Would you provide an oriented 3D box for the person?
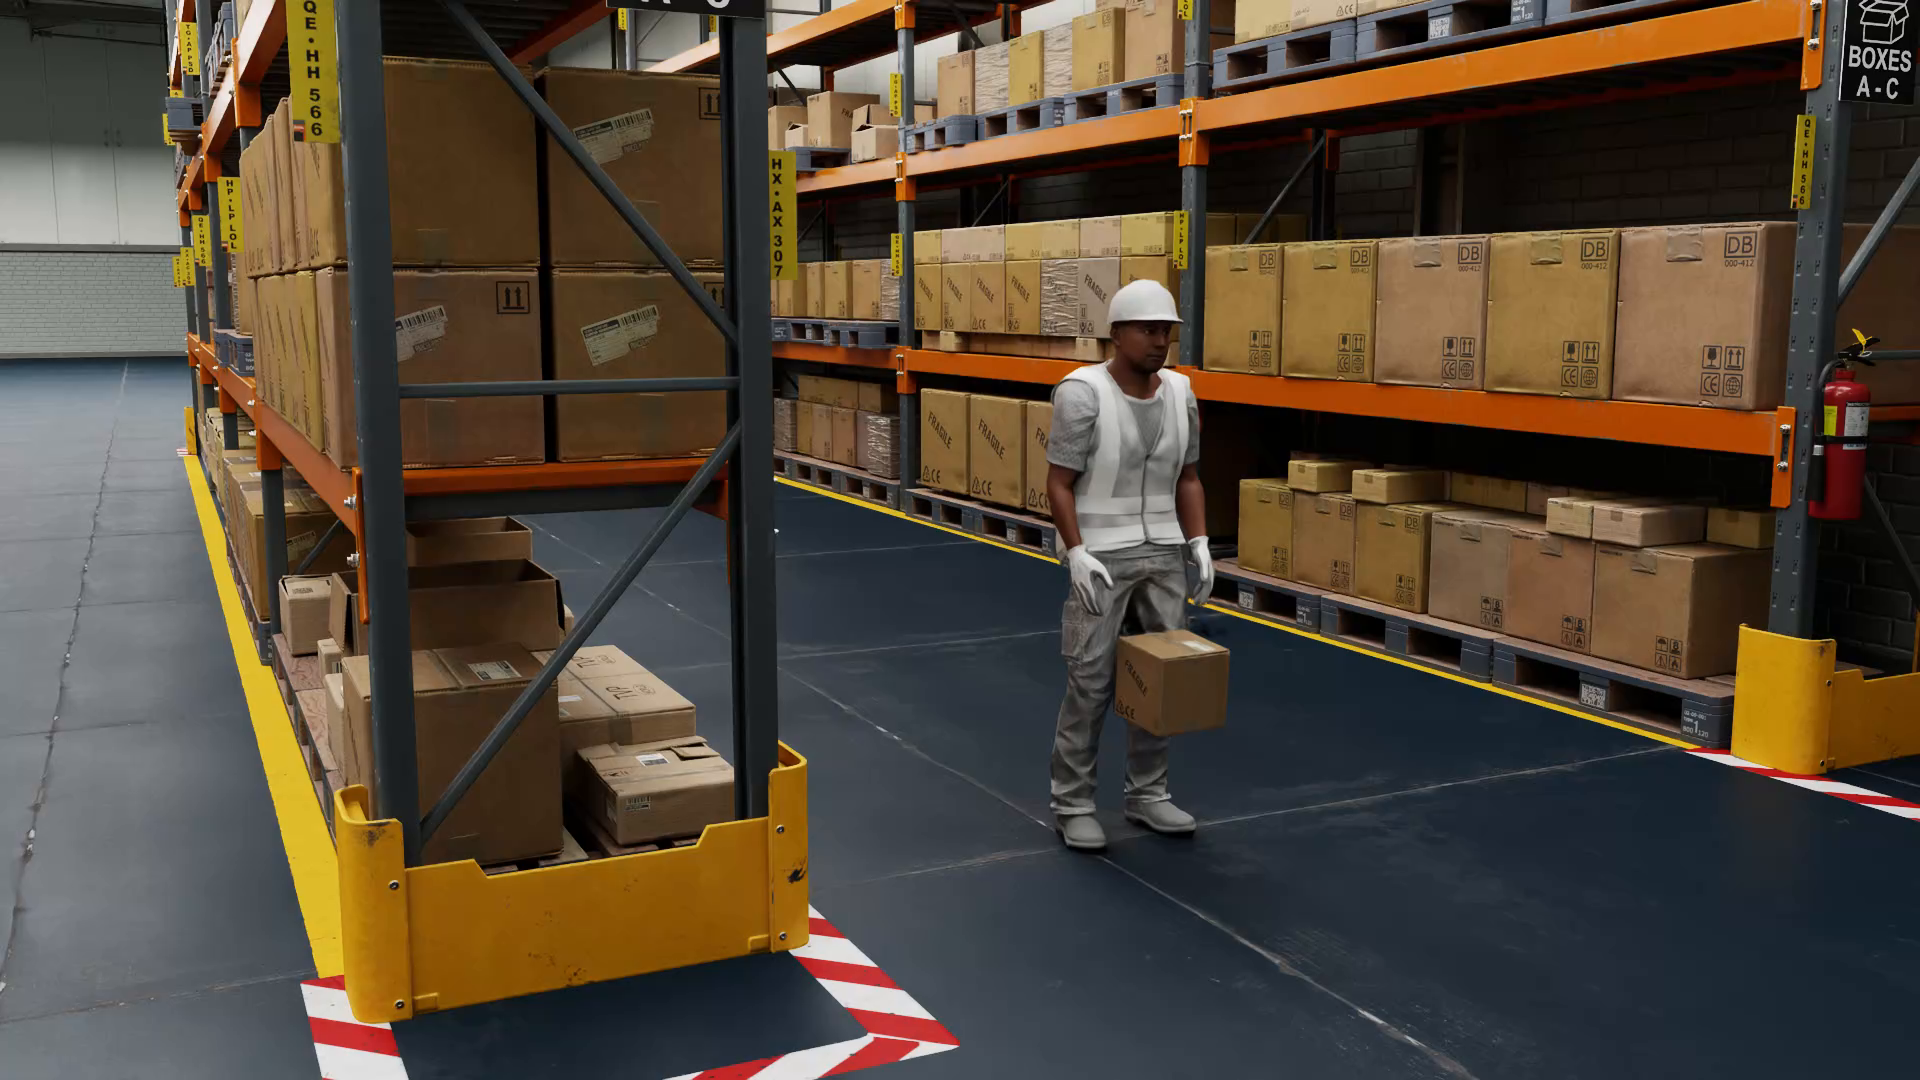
[{"bbox_3d":[0.536,0.066,5.331,0.575,1.781,0.411,-4,9,-27],"label":"person"}]
